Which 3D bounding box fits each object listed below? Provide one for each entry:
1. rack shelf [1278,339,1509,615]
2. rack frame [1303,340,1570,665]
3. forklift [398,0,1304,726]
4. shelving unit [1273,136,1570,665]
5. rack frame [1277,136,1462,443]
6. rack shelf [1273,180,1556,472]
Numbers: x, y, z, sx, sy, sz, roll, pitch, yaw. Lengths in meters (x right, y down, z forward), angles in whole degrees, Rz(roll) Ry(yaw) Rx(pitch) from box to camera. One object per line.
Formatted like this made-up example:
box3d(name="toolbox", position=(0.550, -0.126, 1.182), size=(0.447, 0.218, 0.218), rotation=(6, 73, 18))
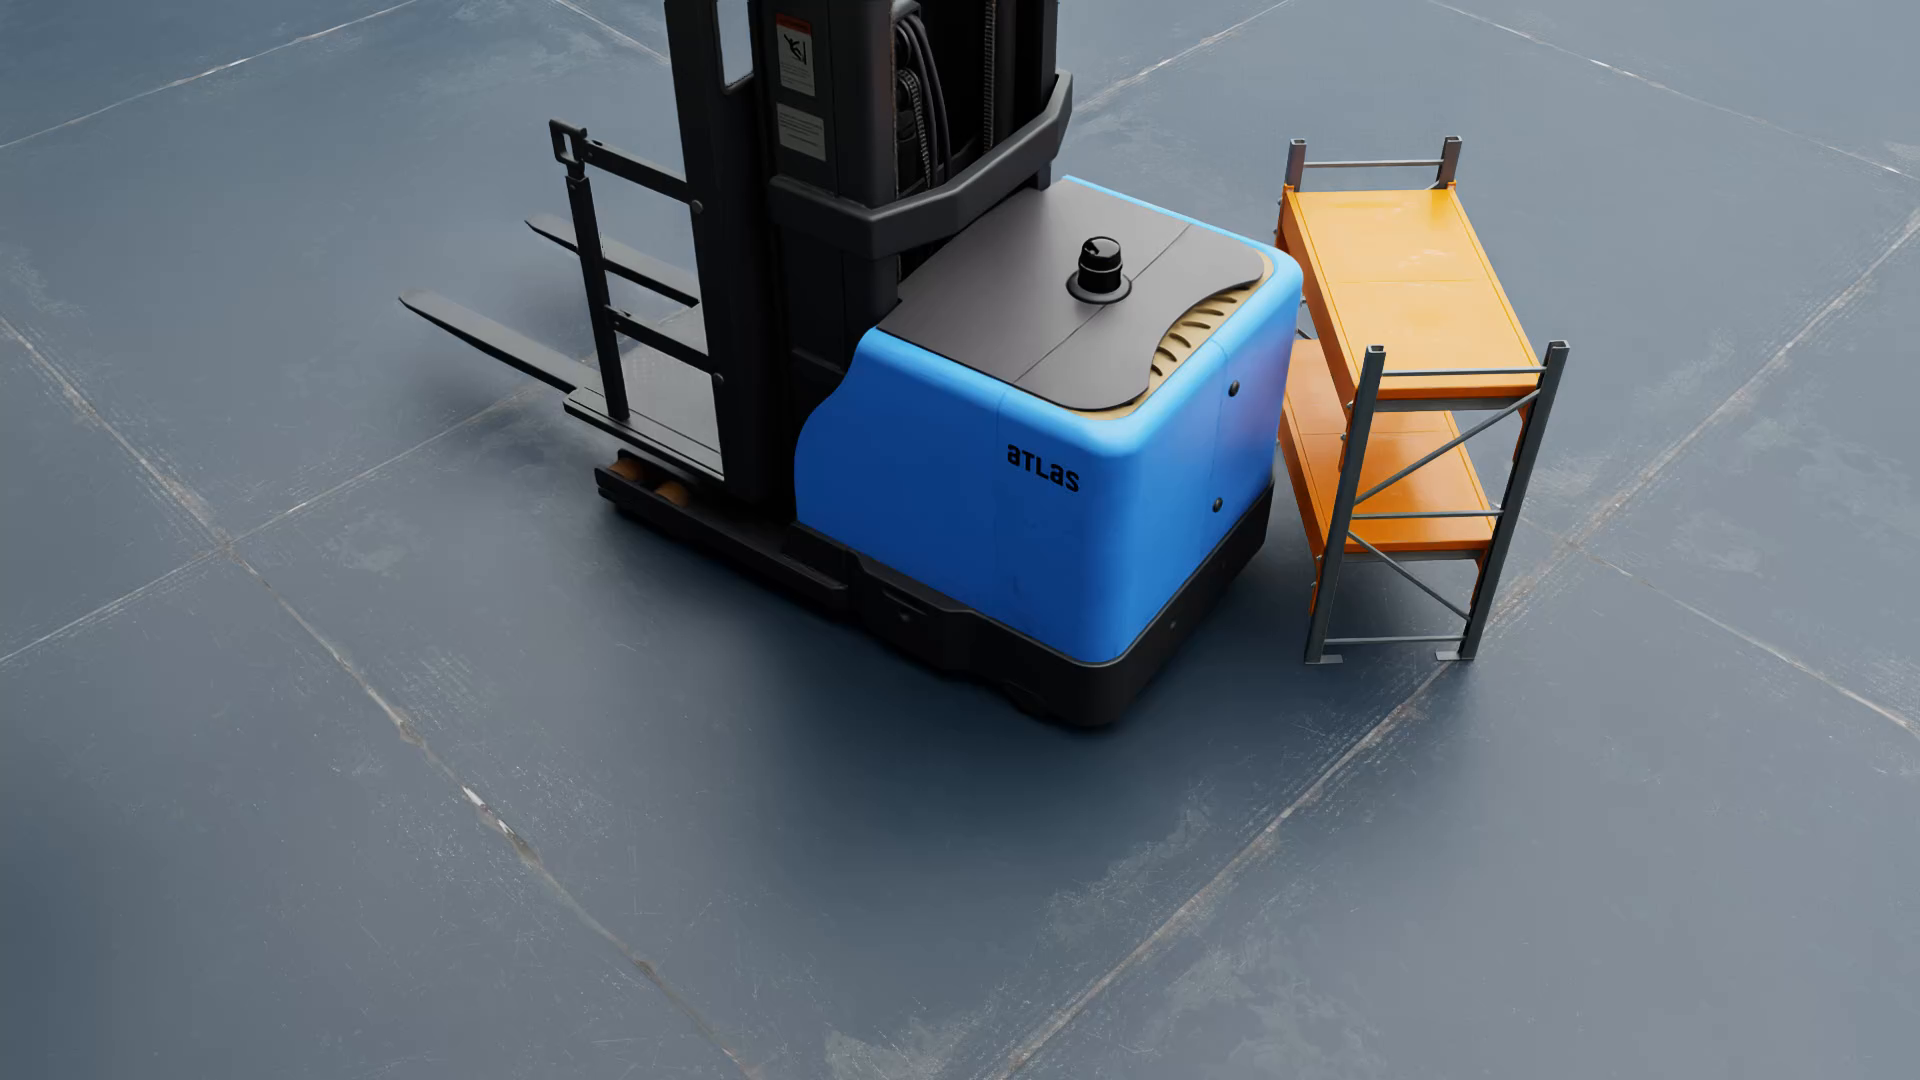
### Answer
box3d(name="rack shelf", position=(1.237, -0.231, 5.031), size=(0.538, 0.278, 1.000), rotation=(-2, 43, -2))
box3d(name="rack frame", position=(1.257, -0.066, 4.492), size=(0.500, 1.125, 0.032), rotation=(-2, 43, -2))
box3d(name="forklift", position=(-0.549, -1.364, 4.566), size=(3.031, 2.935, 1.130), rotation=(26, 49, 25))
box3d(name="shelving unit", position=(1.237, -0.410, 4.865), size=(0.538, 1.125, 1.048), rotation=(-2, 43, -2))
box3d(name="rack frame", position=(1.217, -0.755, 5.238), size=(0.500, 1.125, 0.032), rotation=(-2, 43, -2))
box3d(name="rack shelf", position=(1.237, -0.625, 4.667), size=(0.538, 0.278, 1.000), rotation=(-2, 43, -2))
